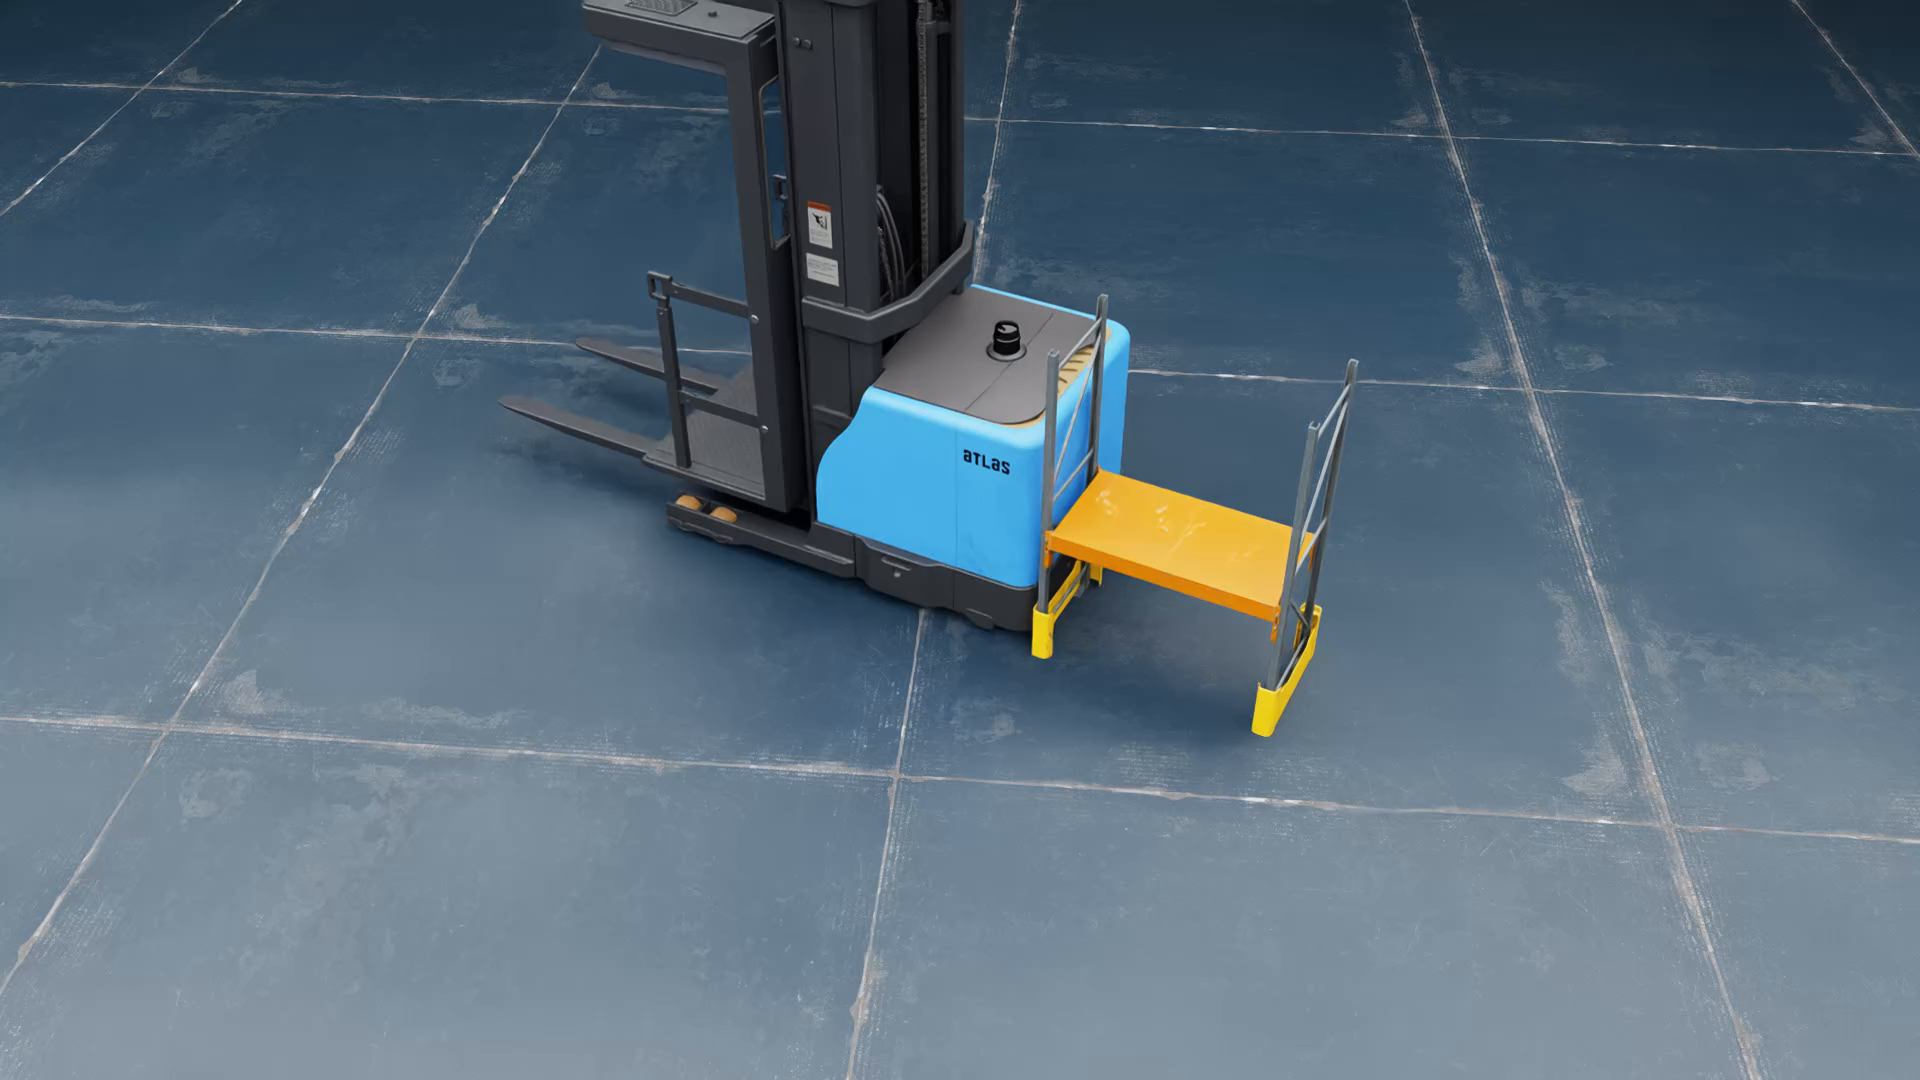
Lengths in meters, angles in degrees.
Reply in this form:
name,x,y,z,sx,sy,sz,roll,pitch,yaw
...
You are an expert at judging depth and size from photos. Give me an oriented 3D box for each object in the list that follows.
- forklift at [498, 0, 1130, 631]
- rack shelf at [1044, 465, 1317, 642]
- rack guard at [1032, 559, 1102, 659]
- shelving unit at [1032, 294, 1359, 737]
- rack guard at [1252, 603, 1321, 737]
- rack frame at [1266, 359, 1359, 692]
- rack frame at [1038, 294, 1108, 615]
name,x,y,z,sx,sy,sz,roll,pitch,yaw
forklift,-0.796,-1.398,7.146,3.031,2.935,1.130,18,43,21
rack shelf,0.907,0.040,6.798,1.000,0.185,0.538,18,43,21
rack guard,0.474,0.242,7.255,0.087,0.250,0.587,18,43,21
shelving unit,0.915,-0.097,6.681,1.083,1.500,0.587,18,43,21
rack guard,1.356,0.534,6.896,0.087,0.250,0.587,18,43,21
rack frame,1.357,0.049,6.501,0.032,1.500,0.500,18,43,21
rack frame,0.457,-0.248,6.867,0.032,1.500,0.500,18,43,21
